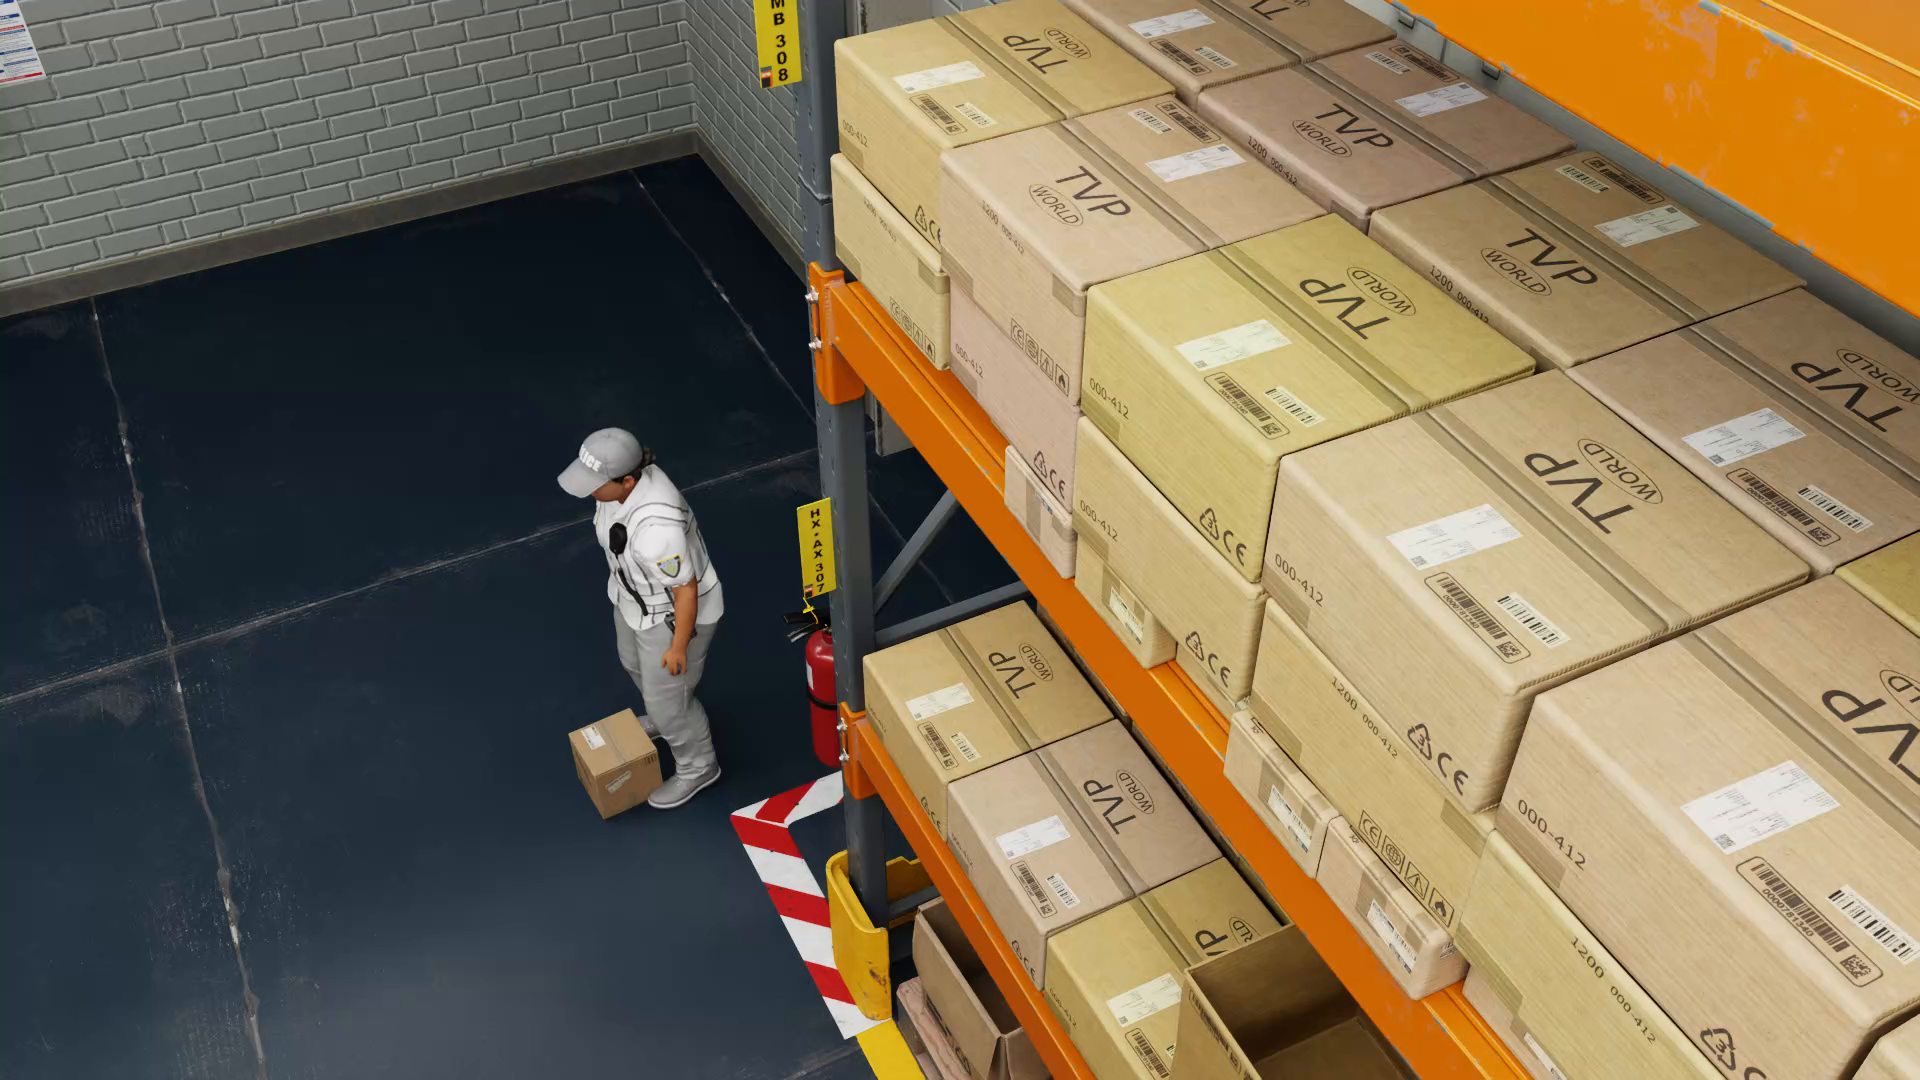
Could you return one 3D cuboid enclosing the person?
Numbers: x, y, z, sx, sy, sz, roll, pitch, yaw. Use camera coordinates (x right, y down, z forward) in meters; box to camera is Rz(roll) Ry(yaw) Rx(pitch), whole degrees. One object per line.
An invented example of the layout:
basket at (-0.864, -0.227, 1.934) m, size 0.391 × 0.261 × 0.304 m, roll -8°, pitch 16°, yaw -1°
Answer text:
person at (-1.097, 0.243, 5.880) m, size 0.468 × 1.665 × 0.558 m, roll -22°, pitch 46°, yaw -23°
